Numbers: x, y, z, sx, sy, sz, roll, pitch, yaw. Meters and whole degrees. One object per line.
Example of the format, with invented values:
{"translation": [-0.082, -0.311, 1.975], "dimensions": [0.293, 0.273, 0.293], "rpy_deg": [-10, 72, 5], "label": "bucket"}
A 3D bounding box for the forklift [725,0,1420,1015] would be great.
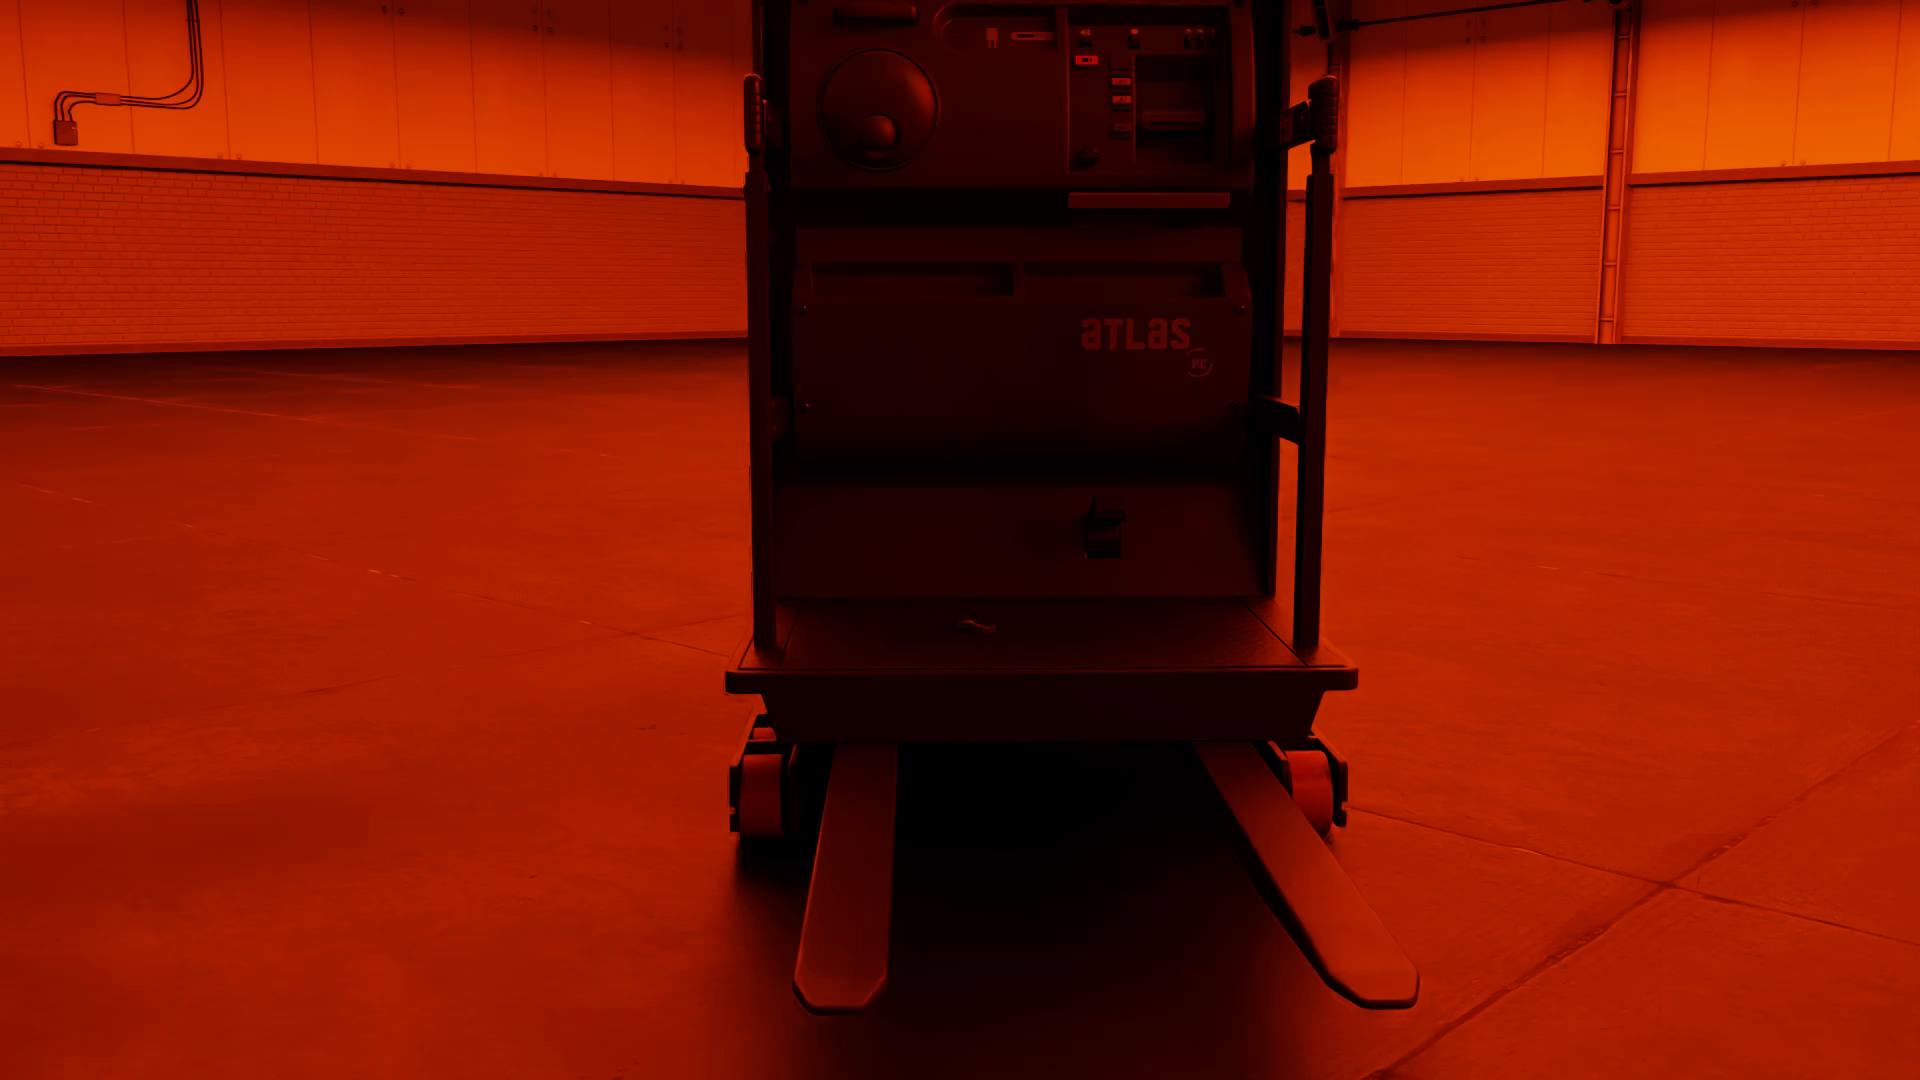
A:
{"translation": [0.132, -0.943, 3.135], "dimensions": [1.130, 2.935, 3.031], "rpy_deg": [0, 9, -1], "label": "forklift"}
